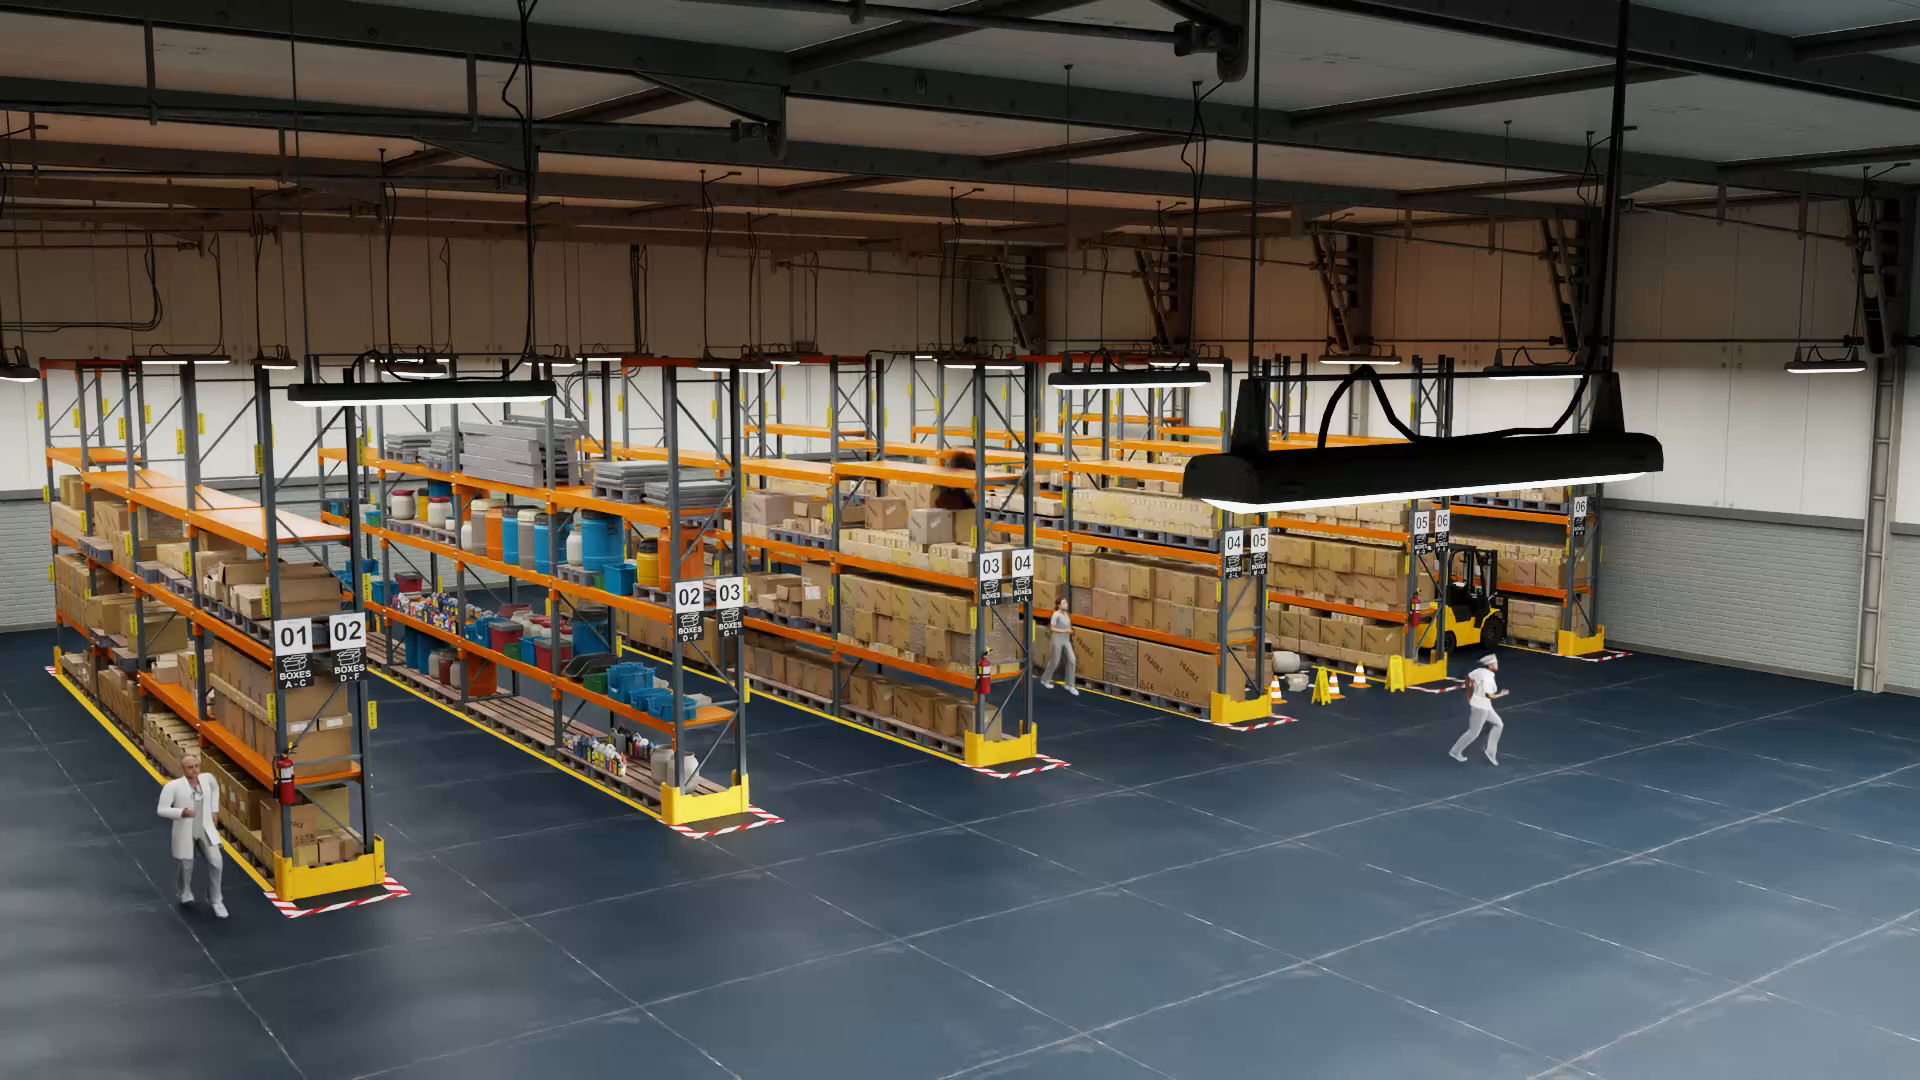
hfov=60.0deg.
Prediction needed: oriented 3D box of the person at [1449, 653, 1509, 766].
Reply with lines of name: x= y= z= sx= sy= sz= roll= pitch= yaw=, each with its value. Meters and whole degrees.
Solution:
person: x=7.746 y=2.531 z=24.809 sx=0.831 sy=1.721 sz=0.599 roll=1 pitch=7 yaw=11

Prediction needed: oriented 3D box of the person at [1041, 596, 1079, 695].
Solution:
person: x=1.708 y=1.943 z=28.908 sx=0.774 sy=1.463 sz=0.552 roll=7 pitch=10 yaw=45

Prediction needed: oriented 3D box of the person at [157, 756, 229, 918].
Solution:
person: x=-8.492 y=3.262 z=18.387 sx=0.733 sy=1.819 sz=0.892 roll=-6 pitch=9 yaw=-42
